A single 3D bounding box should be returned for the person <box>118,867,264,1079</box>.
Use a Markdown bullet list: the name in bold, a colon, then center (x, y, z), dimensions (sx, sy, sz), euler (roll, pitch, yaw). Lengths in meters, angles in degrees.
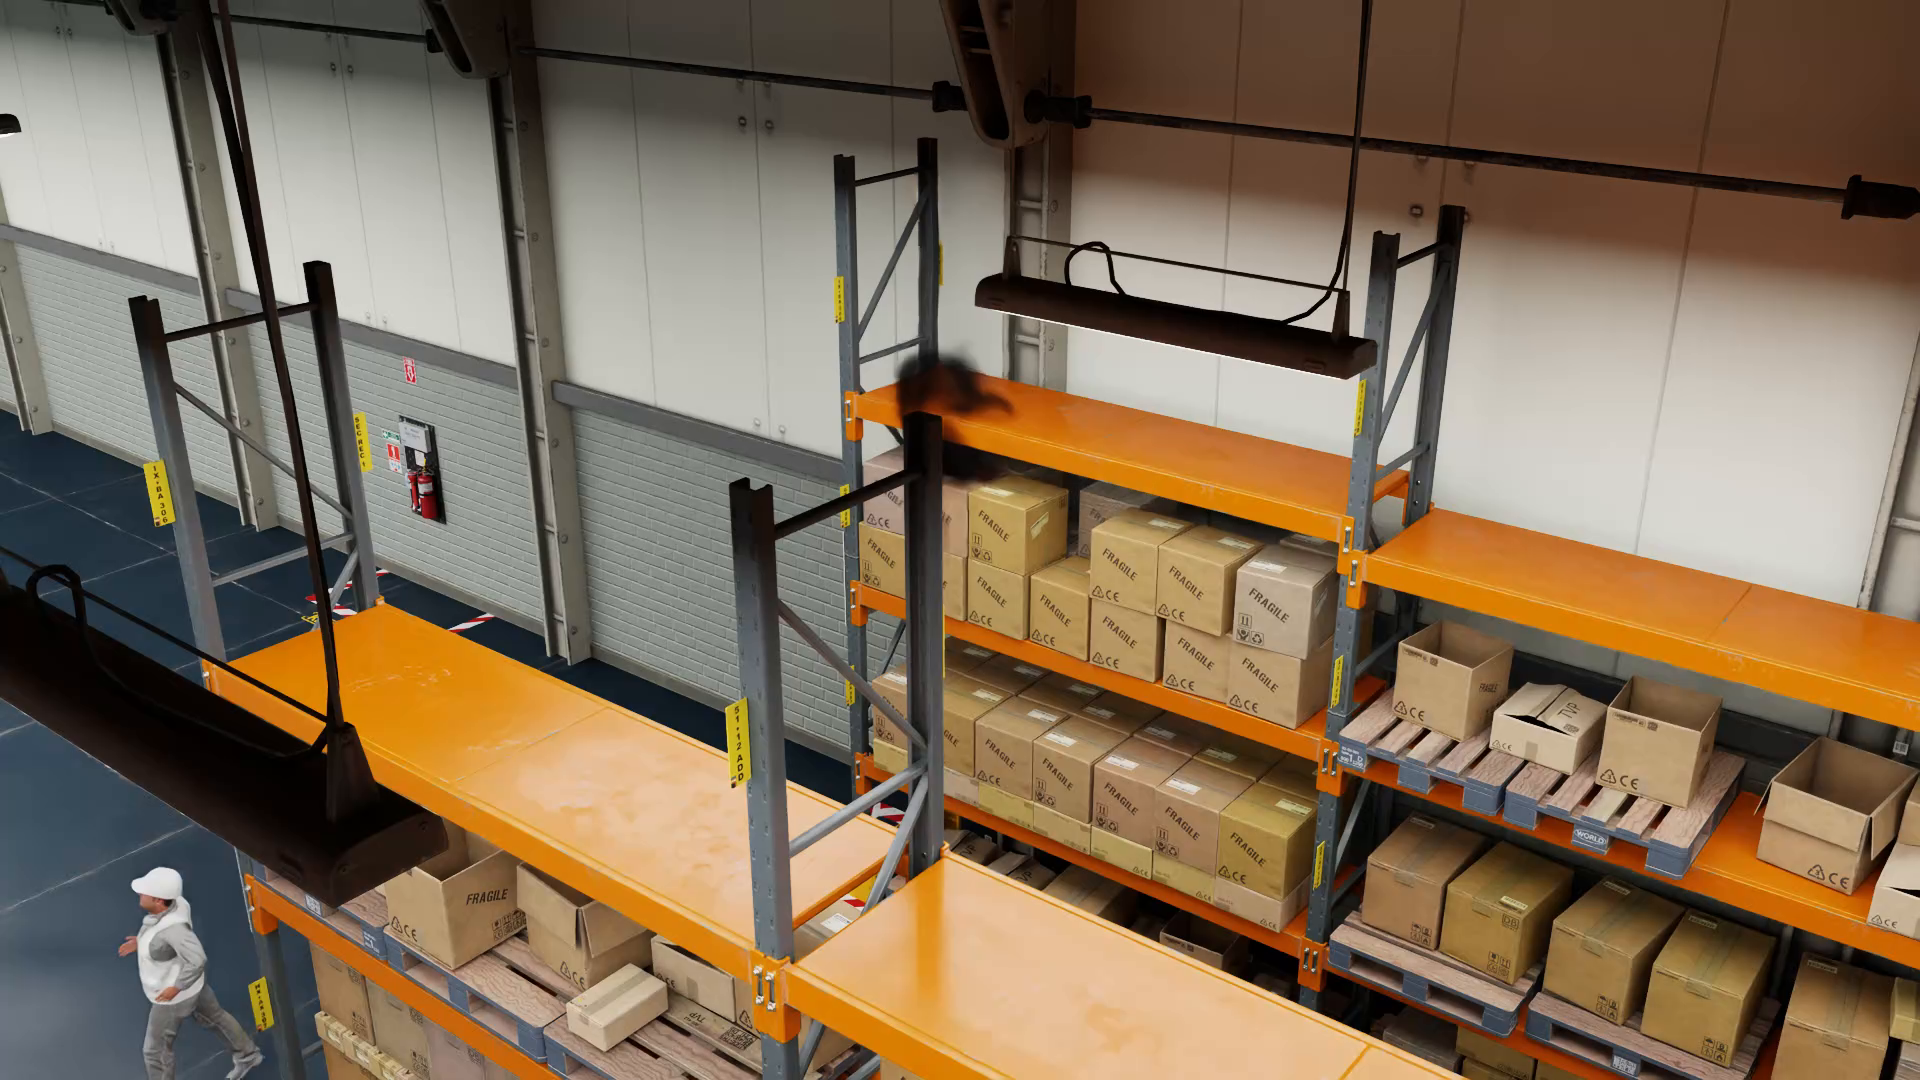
- **person**: center (-5.108, 2.913, 10.809), dimensions (0.857, 1.816, 0.669), euler (-8, 24, -19)
